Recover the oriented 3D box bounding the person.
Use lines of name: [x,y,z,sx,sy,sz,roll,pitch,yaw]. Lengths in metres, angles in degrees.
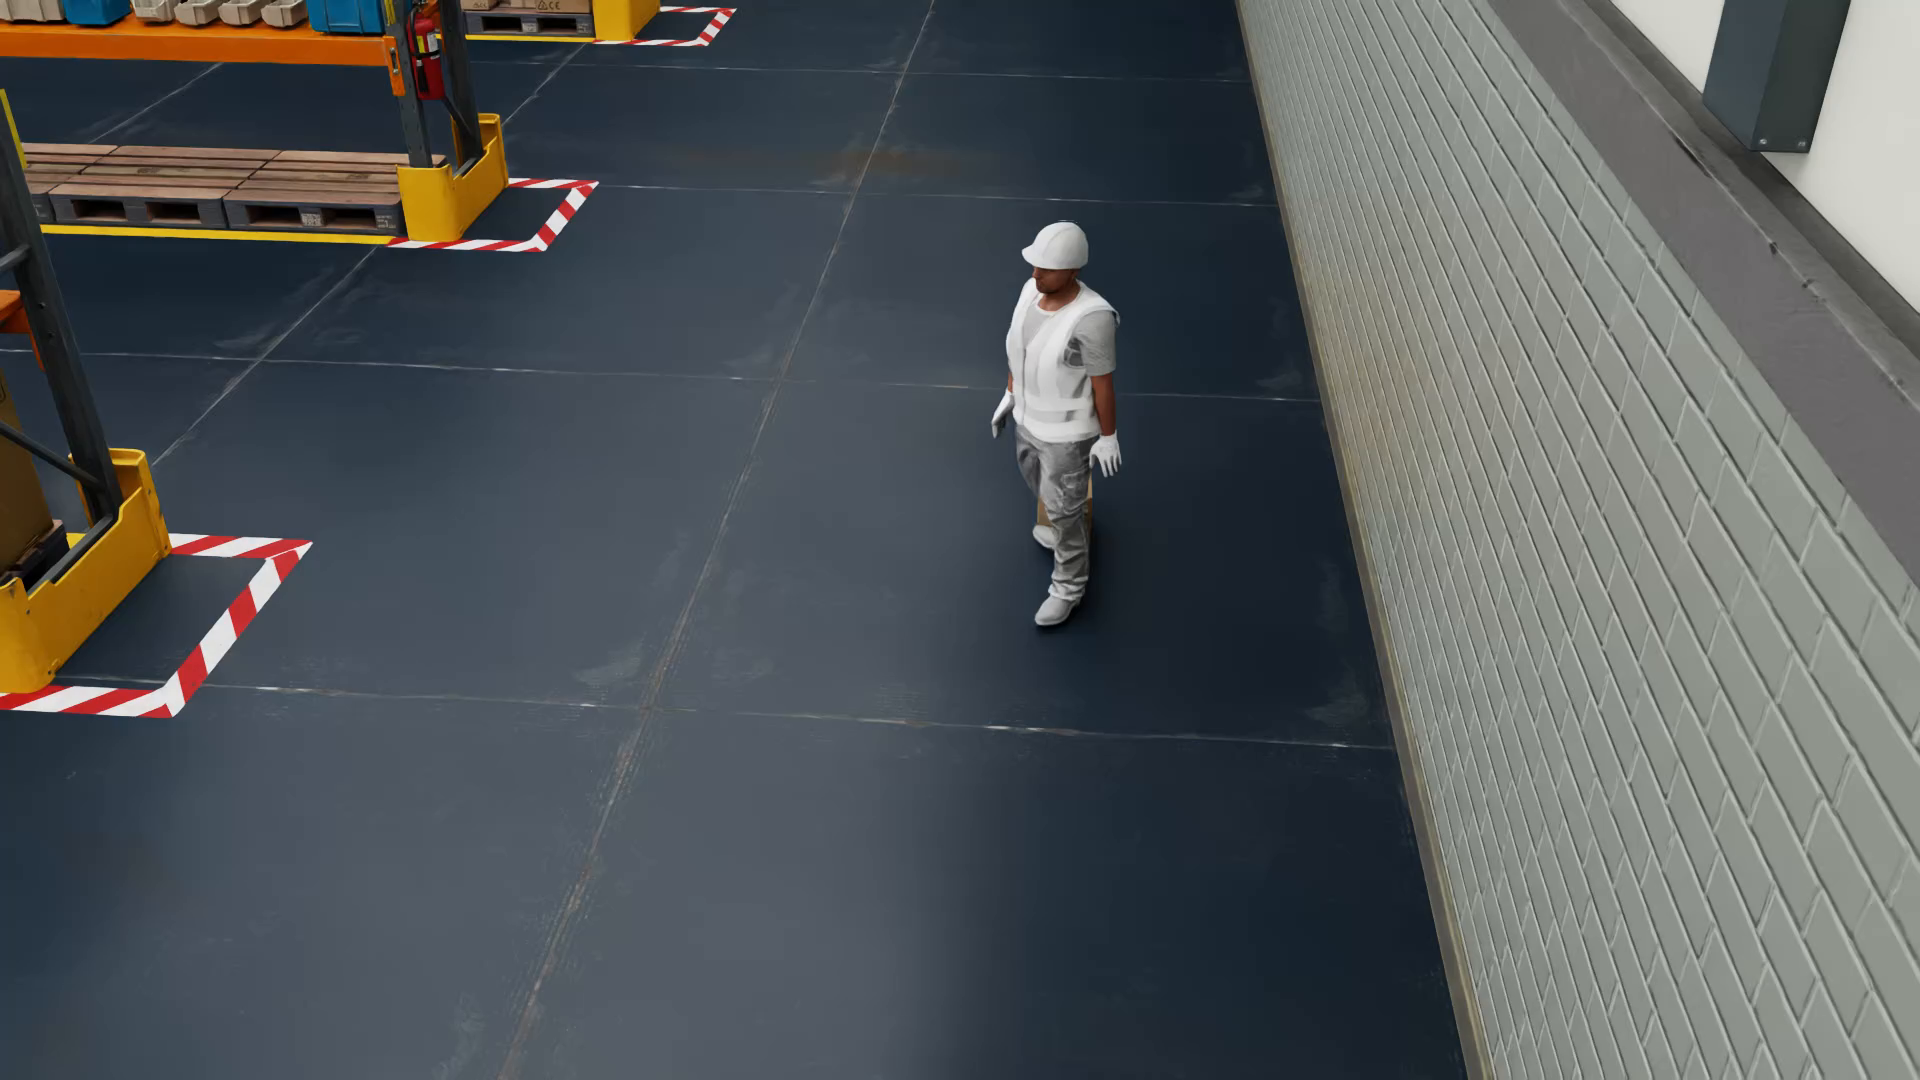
person: [0.374,-0.500,6.904,0.528,1.772,0.730,-22,38,-31]
